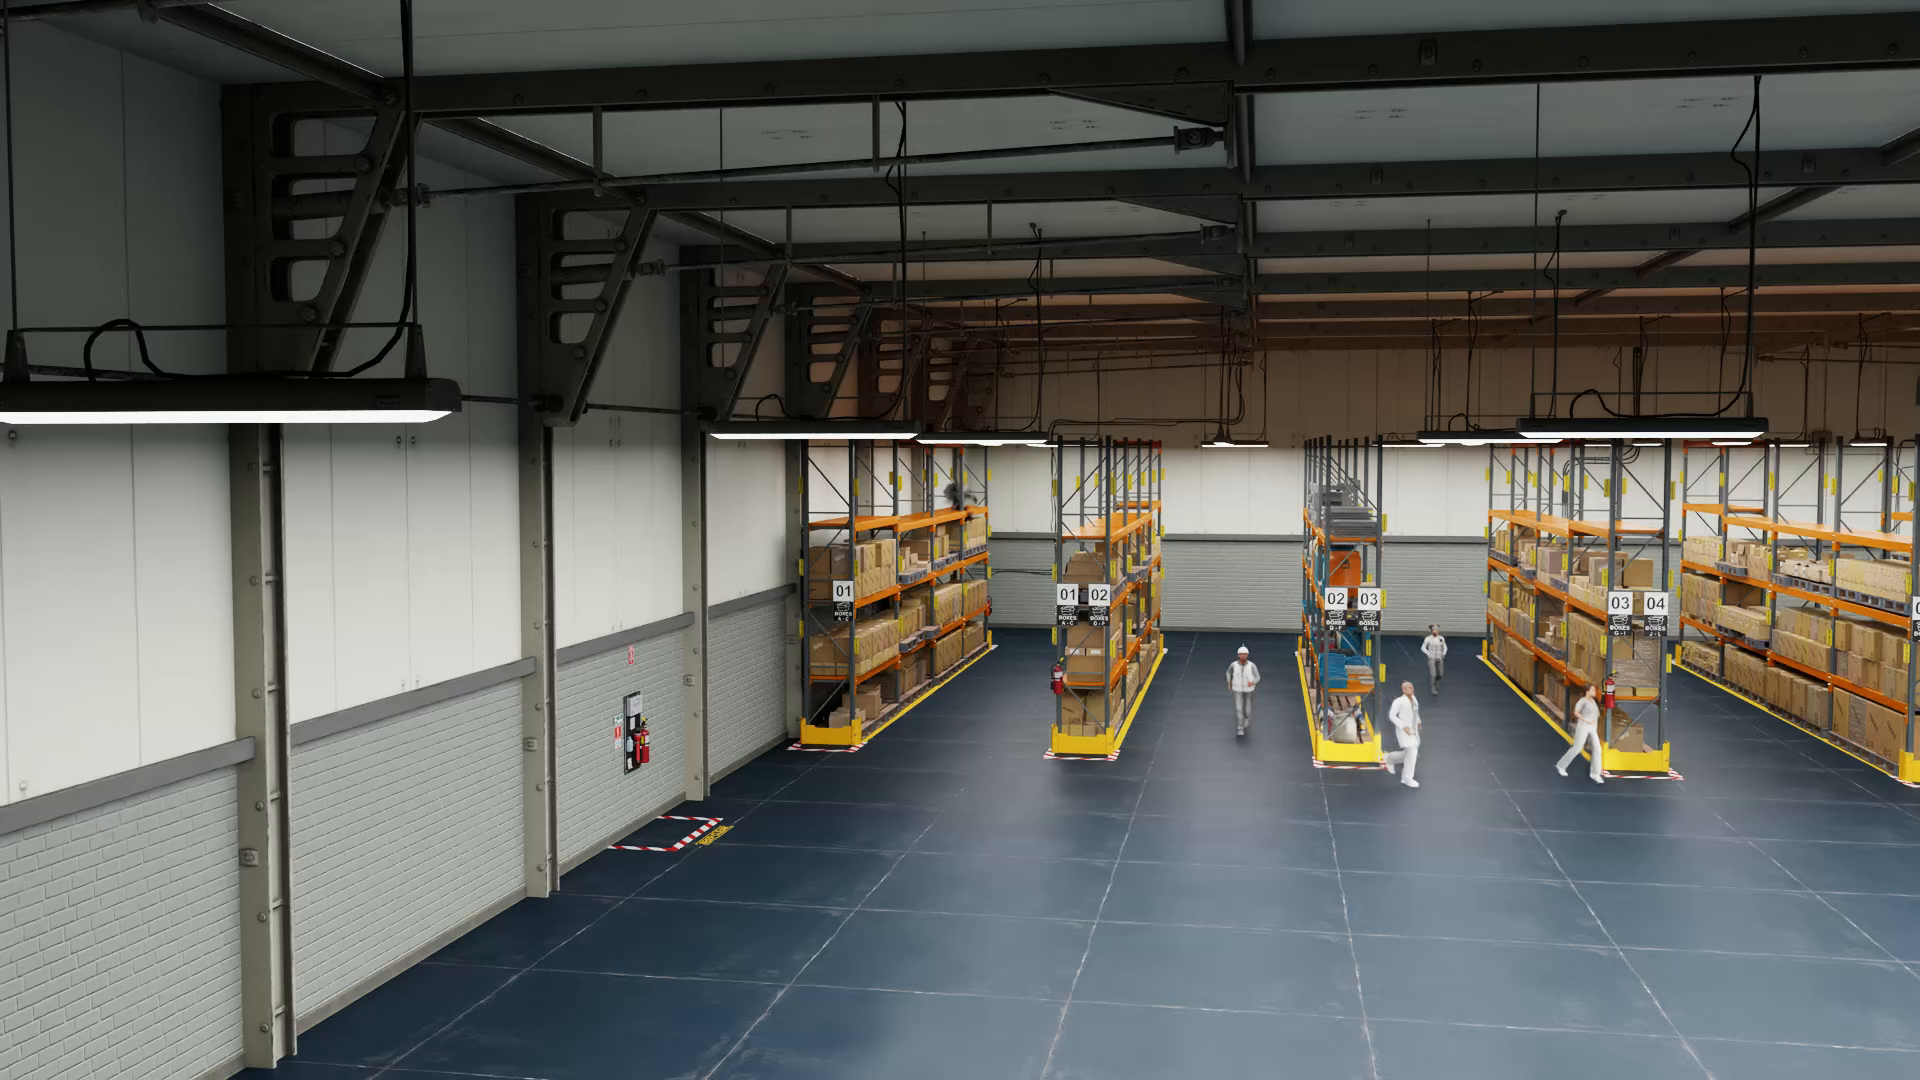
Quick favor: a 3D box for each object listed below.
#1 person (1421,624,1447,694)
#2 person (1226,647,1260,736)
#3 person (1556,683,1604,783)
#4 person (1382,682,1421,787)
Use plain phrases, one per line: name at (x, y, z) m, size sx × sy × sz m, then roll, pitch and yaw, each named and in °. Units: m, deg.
person at (11.153, 2.784, 39.072) m, size 0.613 × 1.648 × 0.576 m, roll 0°, pitch 3°, yaw 2°
person at (5.691, 3.023, 33.493) m, size 0.684 × 1.750 × 0.908 m, roll 1°, pitch 3°, yaw 9°
person at (10.901, 3.322, 28.895) m, size 0.646 × 1.666 × 0.913 m, roll -2°, pitch 4°, yaw -31°
person at (7.600, 3.306, 28.571) m, size 0.725 × 1.774 × 0.764 m, roll -3°, pitch 4°, yaw -40°
